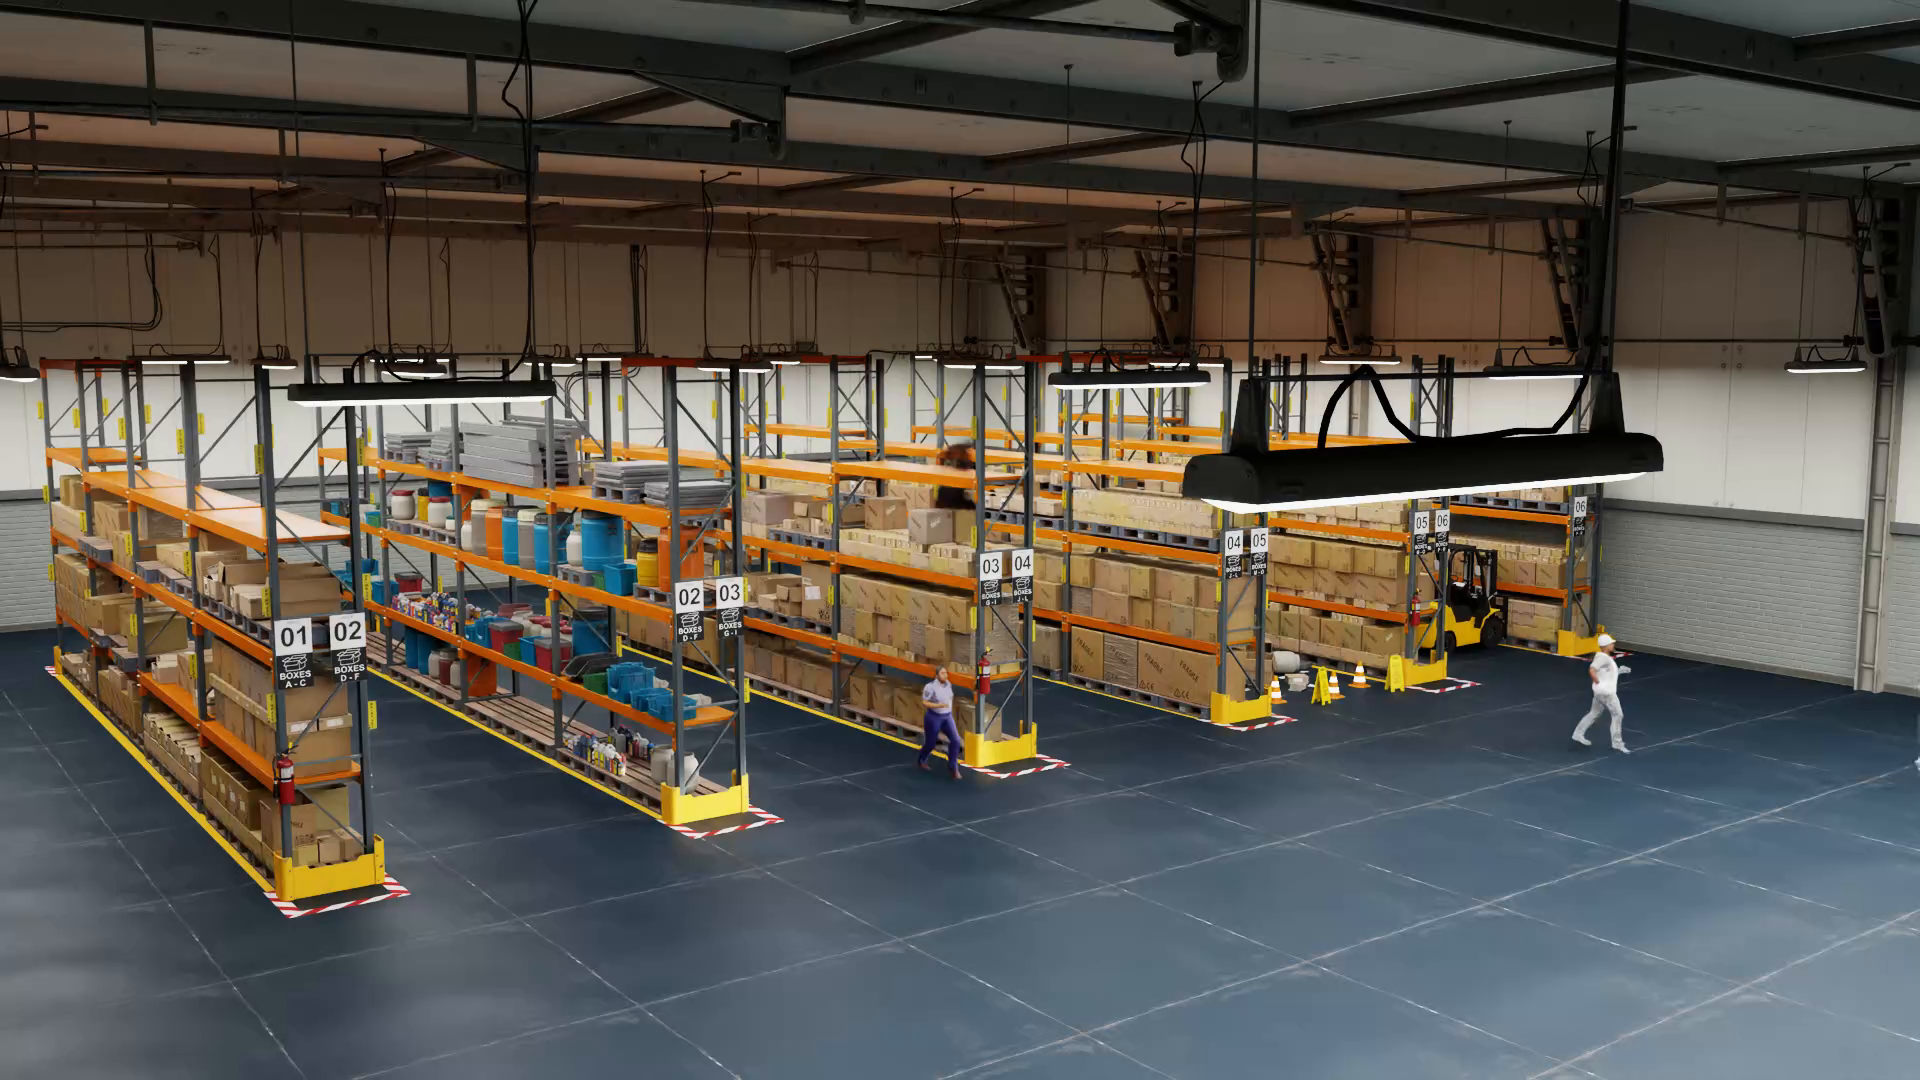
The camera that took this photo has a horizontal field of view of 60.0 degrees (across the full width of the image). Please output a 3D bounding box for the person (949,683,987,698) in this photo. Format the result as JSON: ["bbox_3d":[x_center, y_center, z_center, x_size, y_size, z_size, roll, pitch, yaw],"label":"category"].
[{"bbox_3d":[0.113,1.900,29.716,0.710,1.767,0.941,-7,10,-44],"label":"person"}]

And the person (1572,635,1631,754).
[{"bbox_3d":[9.910,2.362,25.603,0.857,1.826,0.672,1,7,9],"label":"person"}]

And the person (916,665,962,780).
[{"bbox_3d":[-0.333,2.637,24.191,0.623,1.688,0.820,-5,9,-36],"label":"person"}]
